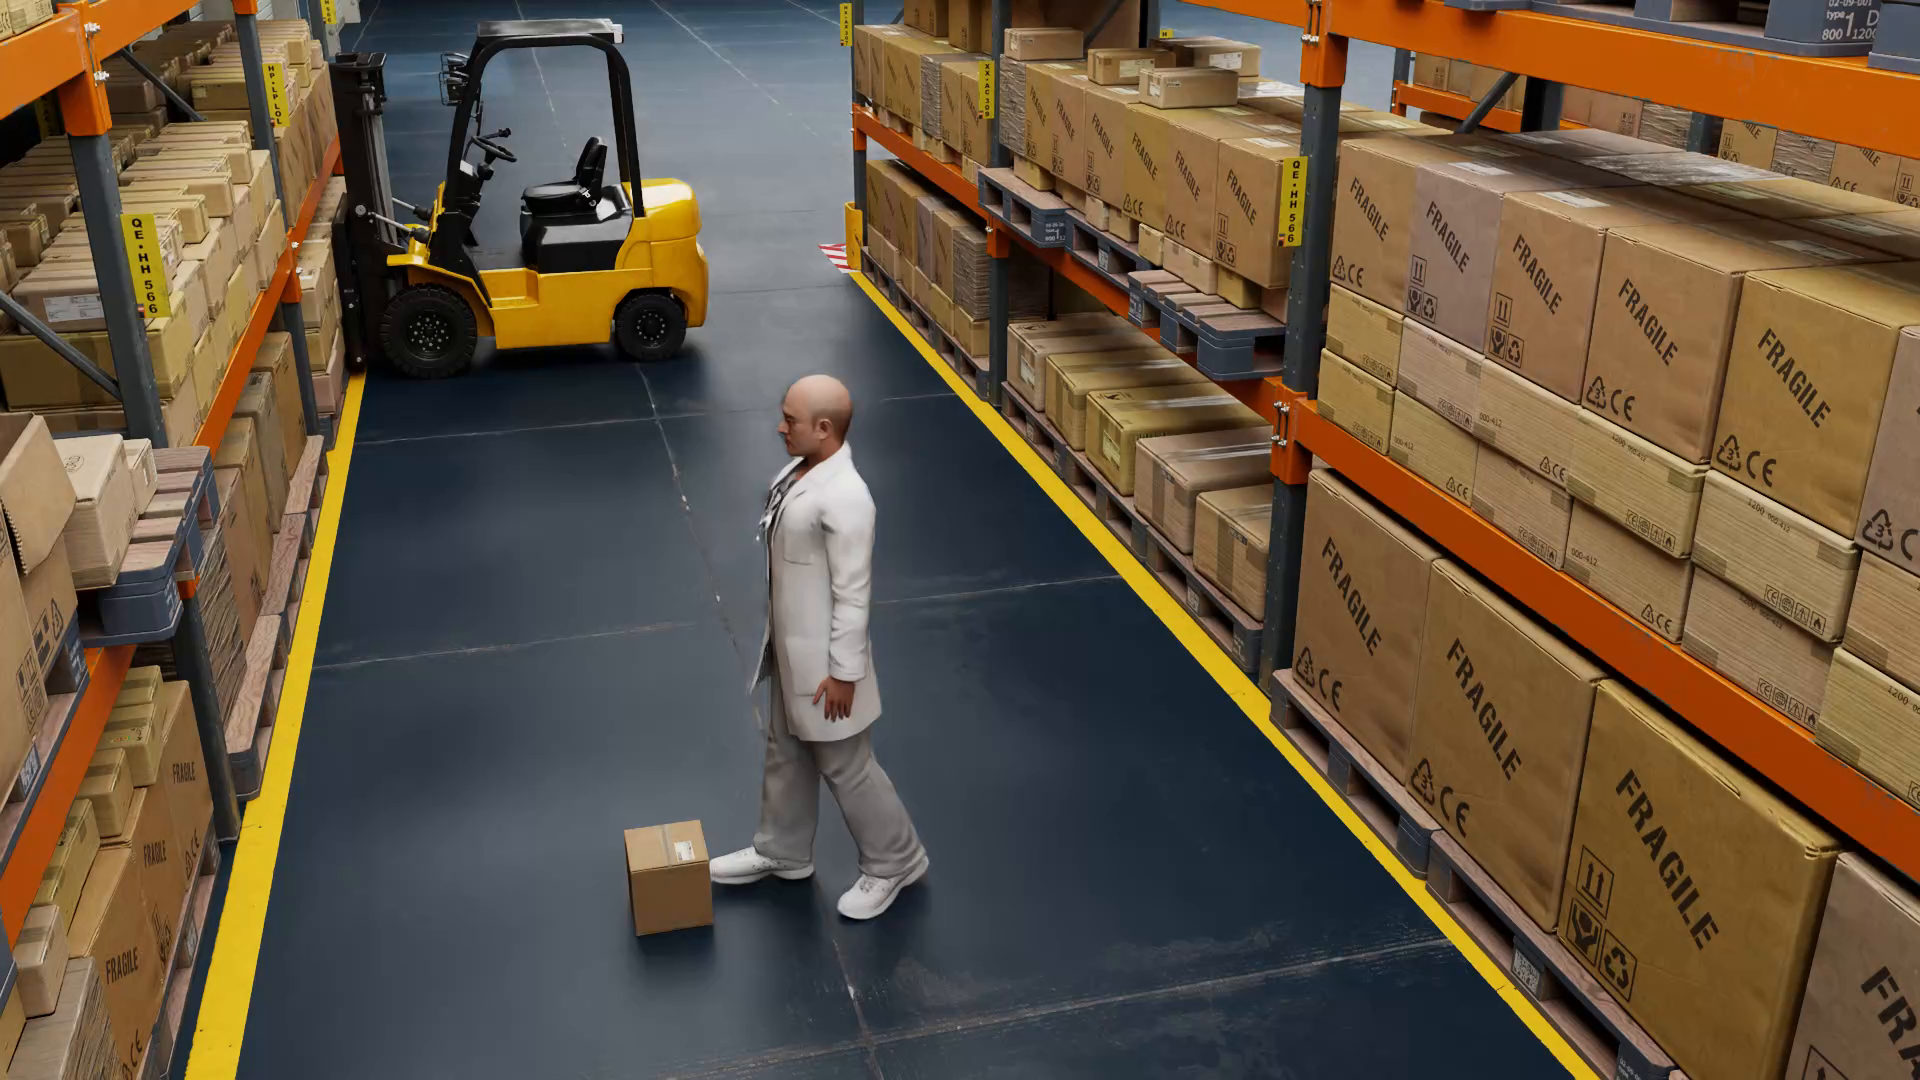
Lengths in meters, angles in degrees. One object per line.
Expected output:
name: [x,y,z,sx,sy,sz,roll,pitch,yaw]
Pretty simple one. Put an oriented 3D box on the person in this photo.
person: [-0.481,0.346,5.277,0.739,1.796,0.604,-6,23,-14]
